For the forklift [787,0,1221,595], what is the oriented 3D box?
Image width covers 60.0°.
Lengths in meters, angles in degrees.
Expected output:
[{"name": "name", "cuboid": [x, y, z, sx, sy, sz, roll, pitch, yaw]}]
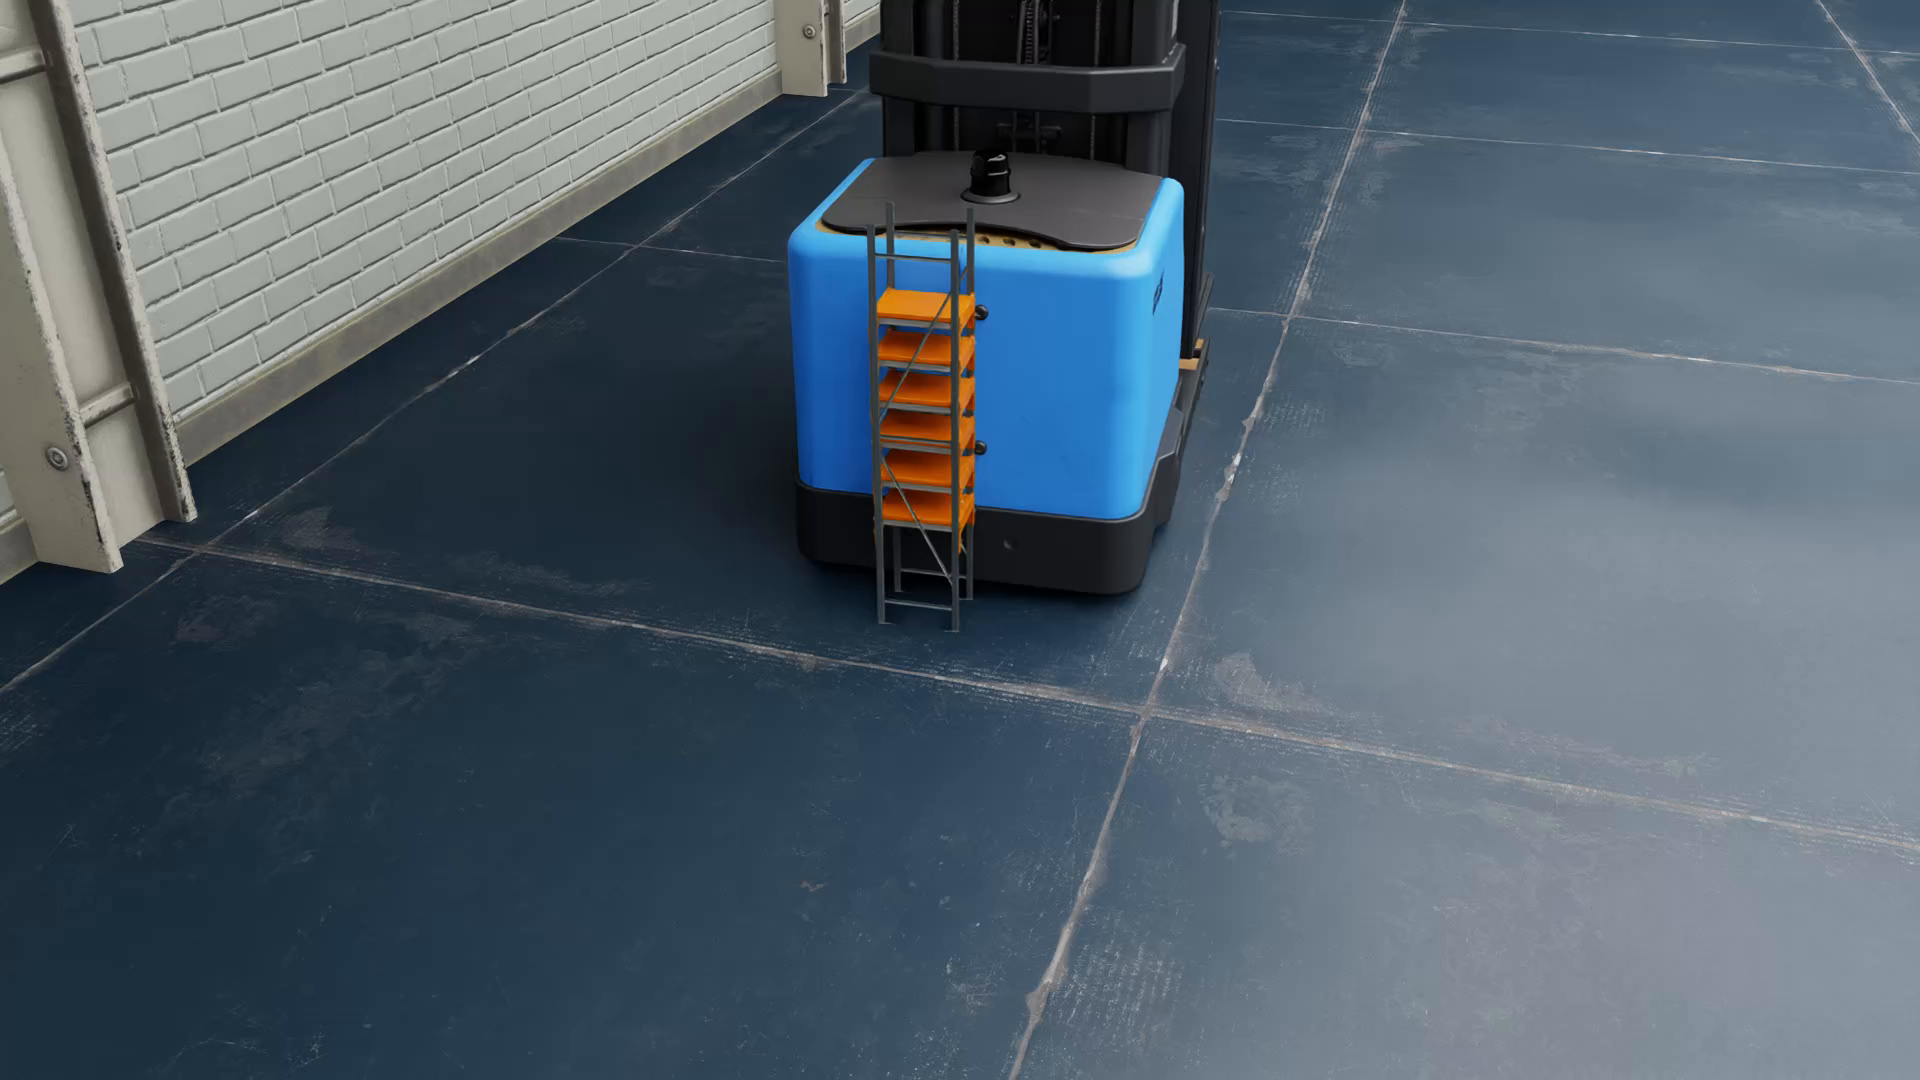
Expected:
[{"name": "forklift", "cuboid": [0.337, -1.823, 5.512, 1.130, 2.935, 3.031, 6, 30, 11]}]

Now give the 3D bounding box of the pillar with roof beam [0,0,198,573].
[{"name": "pillar with roof beam", "cuboid": [1.441, -3.330, 1.979, 9.100, 9.000, 0.400, 8, 30, 15]}]

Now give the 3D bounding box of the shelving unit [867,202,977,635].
[{"name": "shelving unit", "cuboid": [-0.099, -0.311, 4.575, 0.258, 1.200, 0.189, 6, 30, 11]}]

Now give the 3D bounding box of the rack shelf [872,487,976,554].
[{"name": "rack shelf", "cuboid": [-0.099, -0.063, 4.713, 0.258, 0.103, 0.180, 6, 30, 11]}]

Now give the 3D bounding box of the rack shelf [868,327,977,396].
[{"name": "rack shelf", "cuboid": [-0.099, -0.482, 4.480, 0.258, 0.103, 0.180, 6, 30, 11]}]

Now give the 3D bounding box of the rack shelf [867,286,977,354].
[{"name": "rack shelf", "cuboid": [-0.099, -0.587, 4.422, 0.258, 0.103, 0.180, 6, 30, 11]}]

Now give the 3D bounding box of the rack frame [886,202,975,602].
[{"name": "rack frame", "cuboid": [-0.079, -0.354, 4.653, 0.240, 1.200, 0.006, 6, 30, 11]}]

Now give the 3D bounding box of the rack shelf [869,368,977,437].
[{"name": "rack shelf", "cuboid": [-0.099, -0.377, 4.538, 0.258, 0.103, 0.180, 6, 30, 11]}]

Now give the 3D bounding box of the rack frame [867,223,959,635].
[{"name": "rack frame", "cuboid": [-0.120, -0.268, 4.497, 0.240, 1.200, 0.006, 6, 30, 11]}]

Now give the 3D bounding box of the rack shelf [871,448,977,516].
[{"name": "rack shelf", "cuboid": [-0.099, -0.167, 4.655, 0.258, 0.103, 0.180, 6, 30, 11]}]

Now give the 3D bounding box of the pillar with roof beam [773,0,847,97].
[{"name": "pillar with roof beam", "cuboid": [3.203, -6.118, 6.991, 9.100, 9.000, 0.400, 8, 30, 15]}]

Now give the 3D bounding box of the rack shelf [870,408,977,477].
[{"name": "rack shelf", "cuboid": [-0.099, -0.272, 4.597, 0.258, 0.103, 0.180, 6, 30, 11]}]
